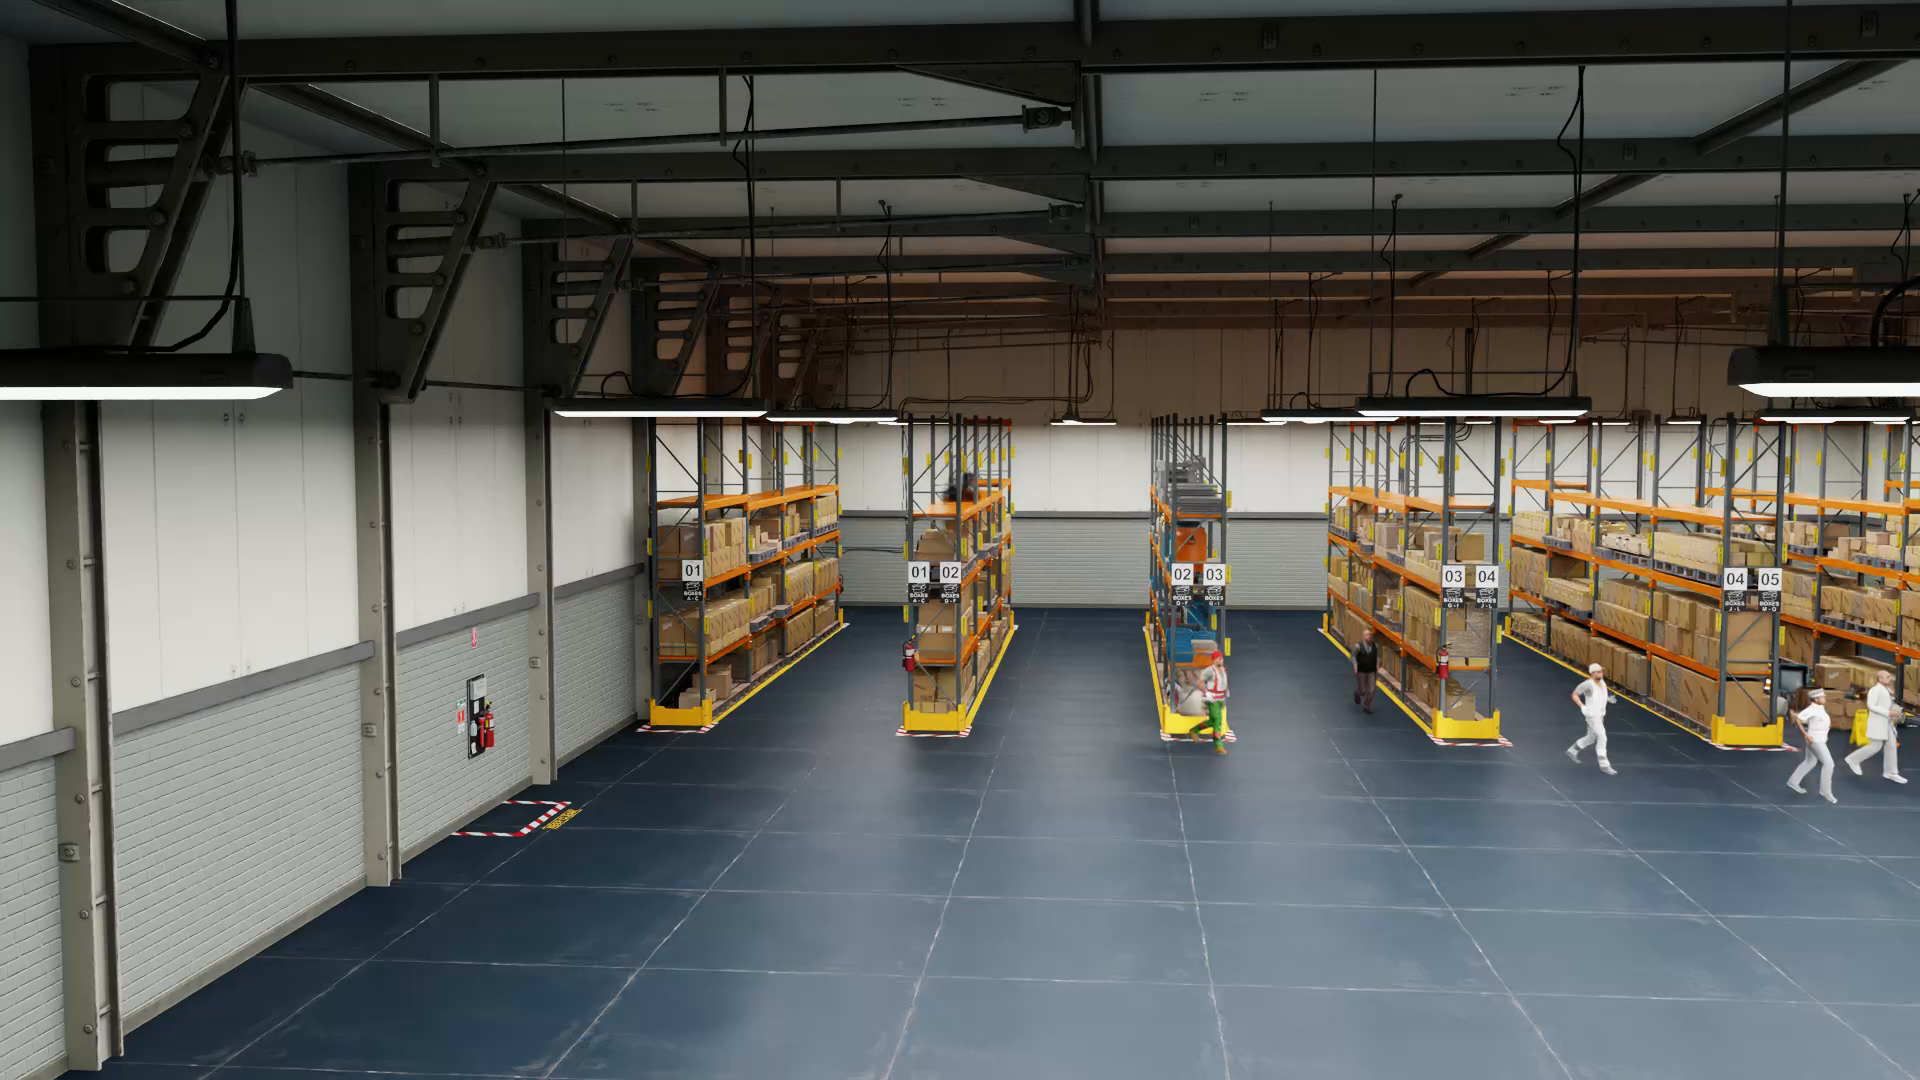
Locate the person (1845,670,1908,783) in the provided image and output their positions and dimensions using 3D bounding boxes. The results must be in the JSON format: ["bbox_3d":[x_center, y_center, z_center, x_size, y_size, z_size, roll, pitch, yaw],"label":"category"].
[{"bbox_3d":[14.975,3.010,27.091,0.732,1.798,0.904,-3,5,-39],"label":"person"}]

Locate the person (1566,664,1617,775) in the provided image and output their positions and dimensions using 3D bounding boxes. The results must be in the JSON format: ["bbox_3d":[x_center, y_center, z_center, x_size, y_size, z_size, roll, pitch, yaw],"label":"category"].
[{"bbox_3d":[10.590,2.952,27.789,0.634,1.802,0.929,-3,5,-41],"label":"person"}]

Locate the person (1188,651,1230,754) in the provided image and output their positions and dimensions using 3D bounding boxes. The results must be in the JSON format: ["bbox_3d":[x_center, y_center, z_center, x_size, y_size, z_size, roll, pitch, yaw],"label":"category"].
[{"bbox_3d":[4.470,2.840,29.469,0.882,1.782,0.668,4,5,43],"label":"person"}]

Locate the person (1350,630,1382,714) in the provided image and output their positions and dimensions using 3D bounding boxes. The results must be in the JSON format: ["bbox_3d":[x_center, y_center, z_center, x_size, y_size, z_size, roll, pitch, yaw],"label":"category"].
[{"bbox_3d":[8.172,2.639,33.511,0.647,1.675,0.637,0,4,-1],"label":"person"}]

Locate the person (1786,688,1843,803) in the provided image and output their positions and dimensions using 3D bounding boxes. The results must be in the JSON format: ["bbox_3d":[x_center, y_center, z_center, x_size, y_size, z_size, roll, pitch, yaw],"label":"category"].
[{"bbox_3d":[13.205,3.148,25.675,0.759,1.756,0.547,3,5,35],"label":"person"}]
